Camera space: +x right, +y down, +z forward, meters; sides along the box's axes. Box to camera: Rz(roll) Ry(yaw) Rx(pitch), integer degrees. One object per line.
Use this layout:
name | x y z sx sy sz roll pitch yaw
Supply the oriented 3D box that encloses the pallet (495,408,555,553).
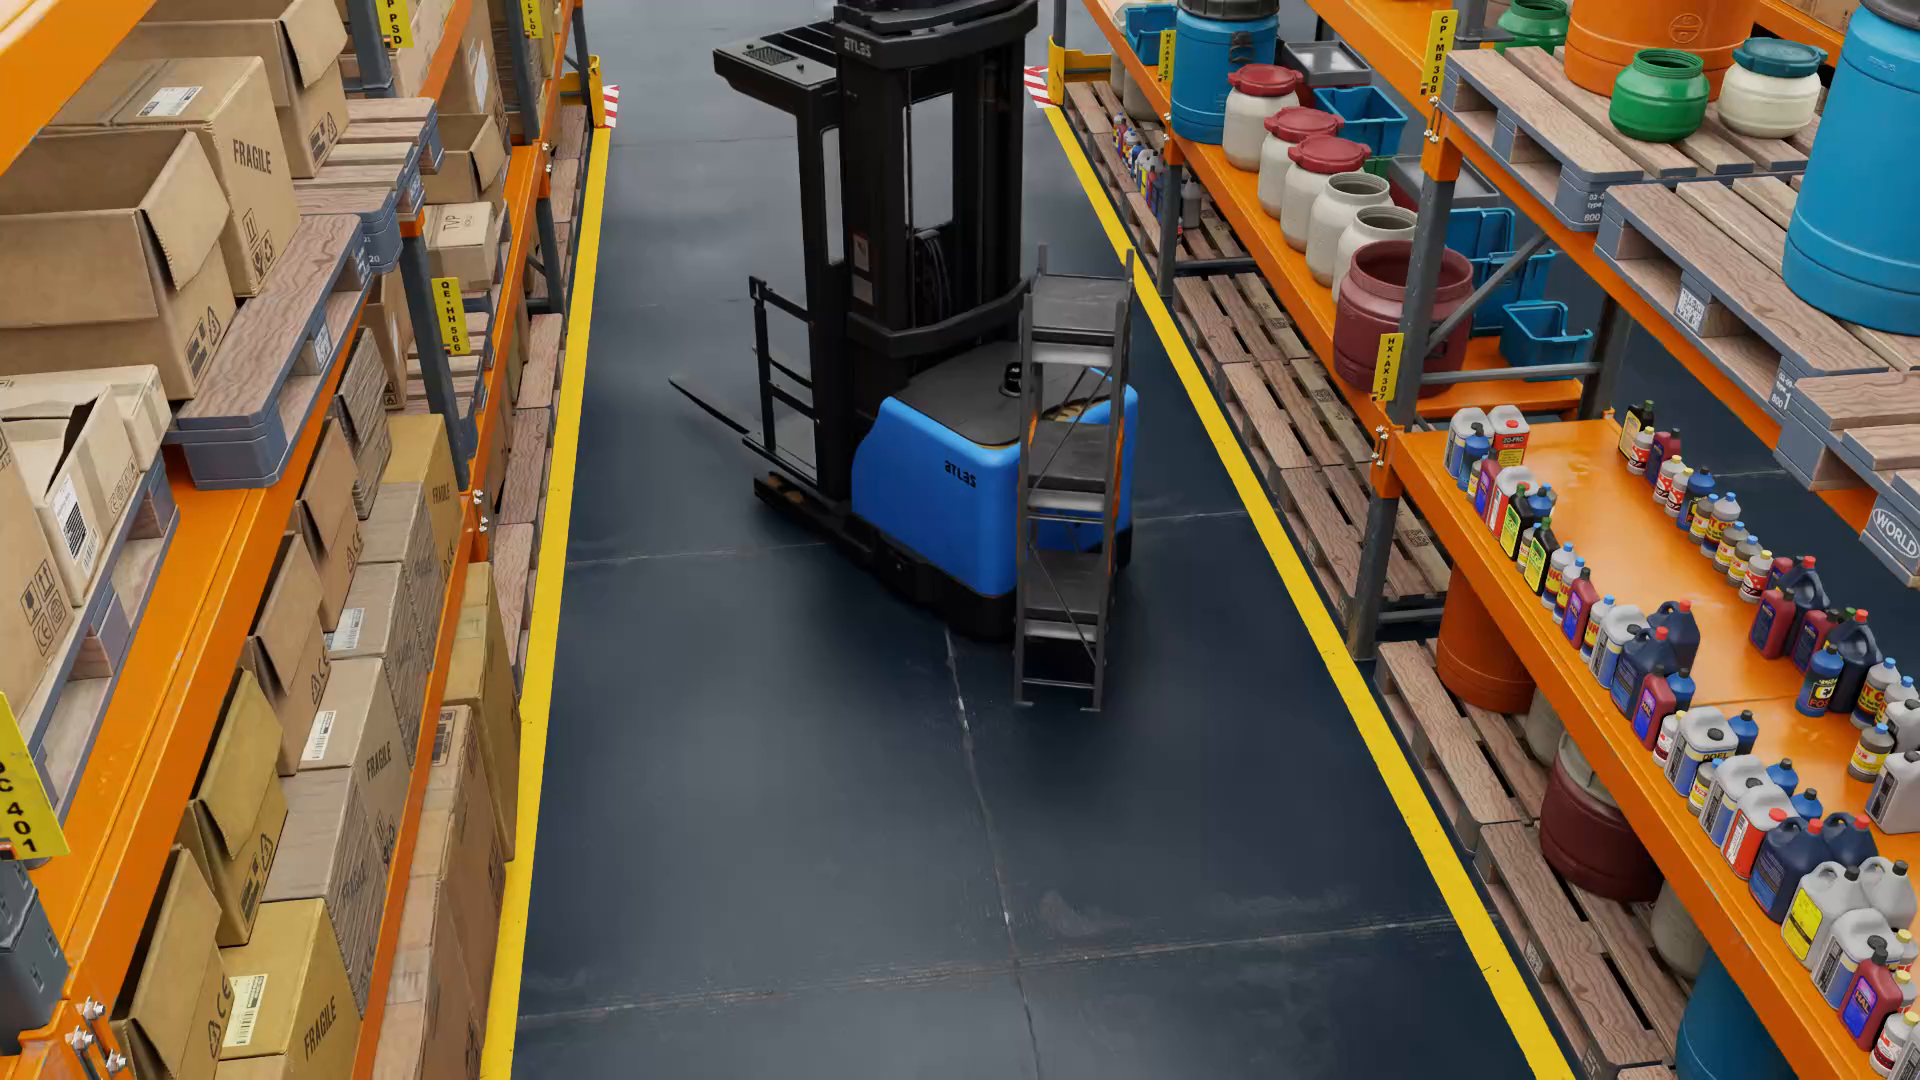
pallet | -2.789 -0.308 9.143 1.003 0.211 1.213 -4 35 -6

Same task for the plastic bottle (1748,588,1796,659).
plastic bottle | 2.896 0.274 5.917 0.061 0.283 0.133 -4 35 -6

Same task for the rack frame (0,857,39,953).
rack frame | -1.986 -0.592 1.756 1.000 3.000 0.127 -4 35 -6

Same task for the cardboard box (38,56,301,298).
cardboard box | -2.168 -0.989 4.541 0.500 0.500 0.500 -3 34 -4

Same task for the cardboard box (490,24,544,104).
cardboard box | -3.062 -2.997 10.260 0.875 0.500 0.500 -4 35 -6

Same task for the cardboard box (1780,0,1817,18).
cardboard box | 6.548 -4.188 12.271 0.700 0.500 0.500 -4 34 -6

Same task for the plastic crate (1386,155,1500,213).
plastic crate | 2.470 -1.671 8.610 0.402 0.464 0.583 -4 35 -6

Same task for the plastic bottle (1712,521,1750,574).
plastic bottle | 2.955 0.022 6.359 0.097 0.201 0.097 0 34 0

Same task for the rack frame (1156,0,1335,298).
rack frame | 1.846 -2.952 10.547 1.000 3.000 0.127 -4 35 -6

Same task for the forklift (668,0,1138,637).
forklift | -0.478 -1.487 8.458 1.130 2.935 3.031 -27 43 -34

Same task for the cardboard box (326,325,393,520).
cardboard box | -2.442 -0.391 5.810 0.797 0.503 0.637 -3 34 -5

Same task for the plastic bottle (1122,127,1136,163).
plastic bottle | 1.289 -3.012 12.667 0.097 0.271 0.097 0 34 0

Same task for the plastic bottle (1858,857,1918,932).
plastic bottle | 2.617 1.034 4.742 0.144 0.351 0.185 -4 35 -6

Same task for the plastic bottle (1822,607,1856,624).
plastic bottle | 3.057 0.337 5.824 0.061 0.283 0.133 -4 35 -6

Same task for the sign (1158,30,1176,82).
sign | 1.299 -3.031 10.417 0.100 0.325 0.005 -4 35 -6

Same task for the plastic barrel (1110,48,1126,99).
plastic barrel | 1.472 -3.968 13.874 0.421 0.512 0.421 0 34 0

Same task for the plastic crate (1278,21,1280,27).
plastic crate | 1.943 -3.643 11.749 0.450 0.188 0.662 -4 35 -6

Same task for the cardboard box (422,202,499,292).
cardboard box | -2.522 -1.409 8.043 0.500 0.250 0.500 -5 35 -8

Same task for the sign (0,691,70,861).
sign | -1.437 0.359 2.496 0.100 0.325 0.005 -4 35 -6

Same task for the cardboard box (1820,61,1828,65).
cardboard box | 6.349 -3.473 12.714 0.500 0.500 0.500 -4 35 -6

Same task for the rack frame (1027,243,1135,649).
rack frame | 0.529 -0.359 7.541 0.400 2.100 0.015 5 35 8

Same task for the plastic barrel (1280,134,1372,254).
plastic barrel | 1.914 -1.807 8.746 0.433 0.535 0.433 0 34 0

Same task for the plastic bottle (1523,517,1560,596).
plastic bottle | 2.188 0.060 6.231 0.061 0.283 0.133 -4 35 -6

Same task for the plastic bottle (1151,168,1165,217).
plastic bottle | 1.448 -2.484 11.821 0.144 0.351 0.185 -6 35 -9

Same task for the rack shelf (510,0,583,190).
rack shelf | -3.331 -3.396 11.836 1.077 0.370 4.000 -4 35 -6

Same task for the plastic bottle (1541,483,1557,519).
plastic bottle | 2.305 -0.133 6.587 0.097 0.201 0.097 0 34 0

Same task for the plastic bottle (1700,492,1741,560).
plastic bottle | 2.942 -0.061 6.419 0.097 0.271 0.097 0 34 0

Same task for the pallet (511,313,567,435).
pallet | -2.956 -0.990 10.144 1.003 0.211 1.213 -4 35 -6

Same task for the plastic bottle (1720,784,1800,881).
plastic bottle | 2.431 0.883 5.030 0.152 0.276 0.135 -4 35 -6

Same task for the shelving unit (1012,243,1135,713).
shelving unit | 0.490 -0.224 7.342 0.431 2.100 0.503 5 35 8

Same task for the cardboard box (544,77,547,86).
cardboard box | -2.918 -3.032 10.888 0.380 0.149 0.250 -4 35 -6

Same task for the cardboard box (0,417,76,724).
cardboard box | -2.074 0.110 2.928 0.700 0.500 0.500 -4 34 -5

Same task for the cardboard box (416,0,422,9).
cardboard box | -2.397 -2.397 6.536 0.500 0.500 0.500 -4 34 -6

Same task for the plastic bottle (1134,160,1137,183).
plastic bottle | 1.343 -2.757 12.355 0.097 0.201 0.097 0 34 0

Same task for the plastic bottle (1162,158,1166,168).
plastic bottle | 1.502 -2.658 12.137 0.061 0.283 0.133 -4 35 -6

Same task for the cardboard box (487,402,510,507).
cardboard box | -2.805 -0.490 8.763 0.700 0.500 0.500 -2 34 -2

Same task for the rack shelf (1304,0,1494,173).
rack shelf | 2.115 -2.778 8.267 1.077 0.370 4.000 -4 35 -6

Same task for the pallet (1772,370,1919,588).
pallet | 2.719 -0.079 3.835 1.213 0.211 1.003 -4 35 -6

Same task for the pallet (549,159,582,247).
pallet | -3.355 -2.479 12.329 1.003 0.211 1.213 -4 35 -6

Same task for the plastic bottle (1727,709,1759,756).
plastic bottle | 2.503 0.660 5.360 0.097 0.271 0.097 0 34 0

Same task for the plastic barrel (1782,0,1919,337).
plastic barrel | 2.540 -1.049 4.272 0.600 0.901 0.708 -4 35 -6

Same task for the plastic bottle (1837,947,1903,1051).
plastic bottle | 2.472 1.239 4.500 0.061 0.283 0.133 -4 35 -6

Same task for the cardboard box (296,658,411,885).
cardboard box | -2.011 0.723 5.066 0.500 0.500 0.500 -4 34 -5

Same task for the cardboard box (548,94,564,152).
cardboard box | -3.419 -3.269 12.858 0.500 0.500 0.500 4 35 6

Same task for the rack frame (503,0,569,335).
rack frame | -3.062 -2.577 9.996 1.000 3.000 0.127 -4 35 -6

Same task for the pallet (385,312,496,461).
pallet | -2.726 -0.655 7.347 1.213 0.211 1.003 -4 35 -6

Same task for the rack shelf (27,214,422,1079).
rack shelf | -2.255 -0.171 4.441 1.077 0.370 4.000 -4 35 -6

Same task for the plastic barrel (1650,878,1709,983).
plastic barrel | 2.783 1.345 6.078 0.421 0.512 0.421 0 34 0

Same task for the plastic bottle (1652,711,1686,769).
plastic bottle | 2.339 0.647 5.443 0.097 0.201 0.097 0 34 0

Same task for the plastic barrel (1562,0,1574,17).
plastic barrel | 2.645 -2.202 6.683 0.421 0.512 0.421 0 34 0

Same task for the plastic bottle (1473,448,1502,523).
plastic bottle | 2.120 -0.219 6.640 0.061 0.283 0.133 -4 35 -6

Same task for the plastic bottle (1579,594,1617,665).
plastic bottle | 2.265 0.311 5.874 0.097 0.271 0.097 0 34 0

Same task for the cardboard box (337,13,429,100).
cardboard box | -2.335 -1.804 6.331 0.500 0.250 0.500 -4 34 -6

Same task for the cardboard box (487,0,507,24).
cardboard box | -2.871 -3.425 9.999 0.500 0.500 0.500 -4 35 -6

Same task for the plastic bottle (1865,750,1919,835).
plastic bottle | 2.962 0.771 5.193 0.152 0.276 0.135 -4 35 -6

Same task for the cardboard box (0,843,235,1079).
cardboard box | -2.080 1.076 3.657 0.797 0.503 0.637 -5 35 -8

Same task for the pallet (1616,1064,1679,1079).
pallet | 2.859 2.231 5.418 1.003 0.211 1.213 -4 35 -6

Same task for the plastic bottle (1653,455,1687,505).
plastic bottle | 2.889 -0.250 6.758 0.097 0.201 0.097 0 34 0

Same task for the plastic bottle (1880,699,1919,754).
plastic bottle | 3.081 0.630 5.400 0.152 0.276 0.135 -4 35 -6
